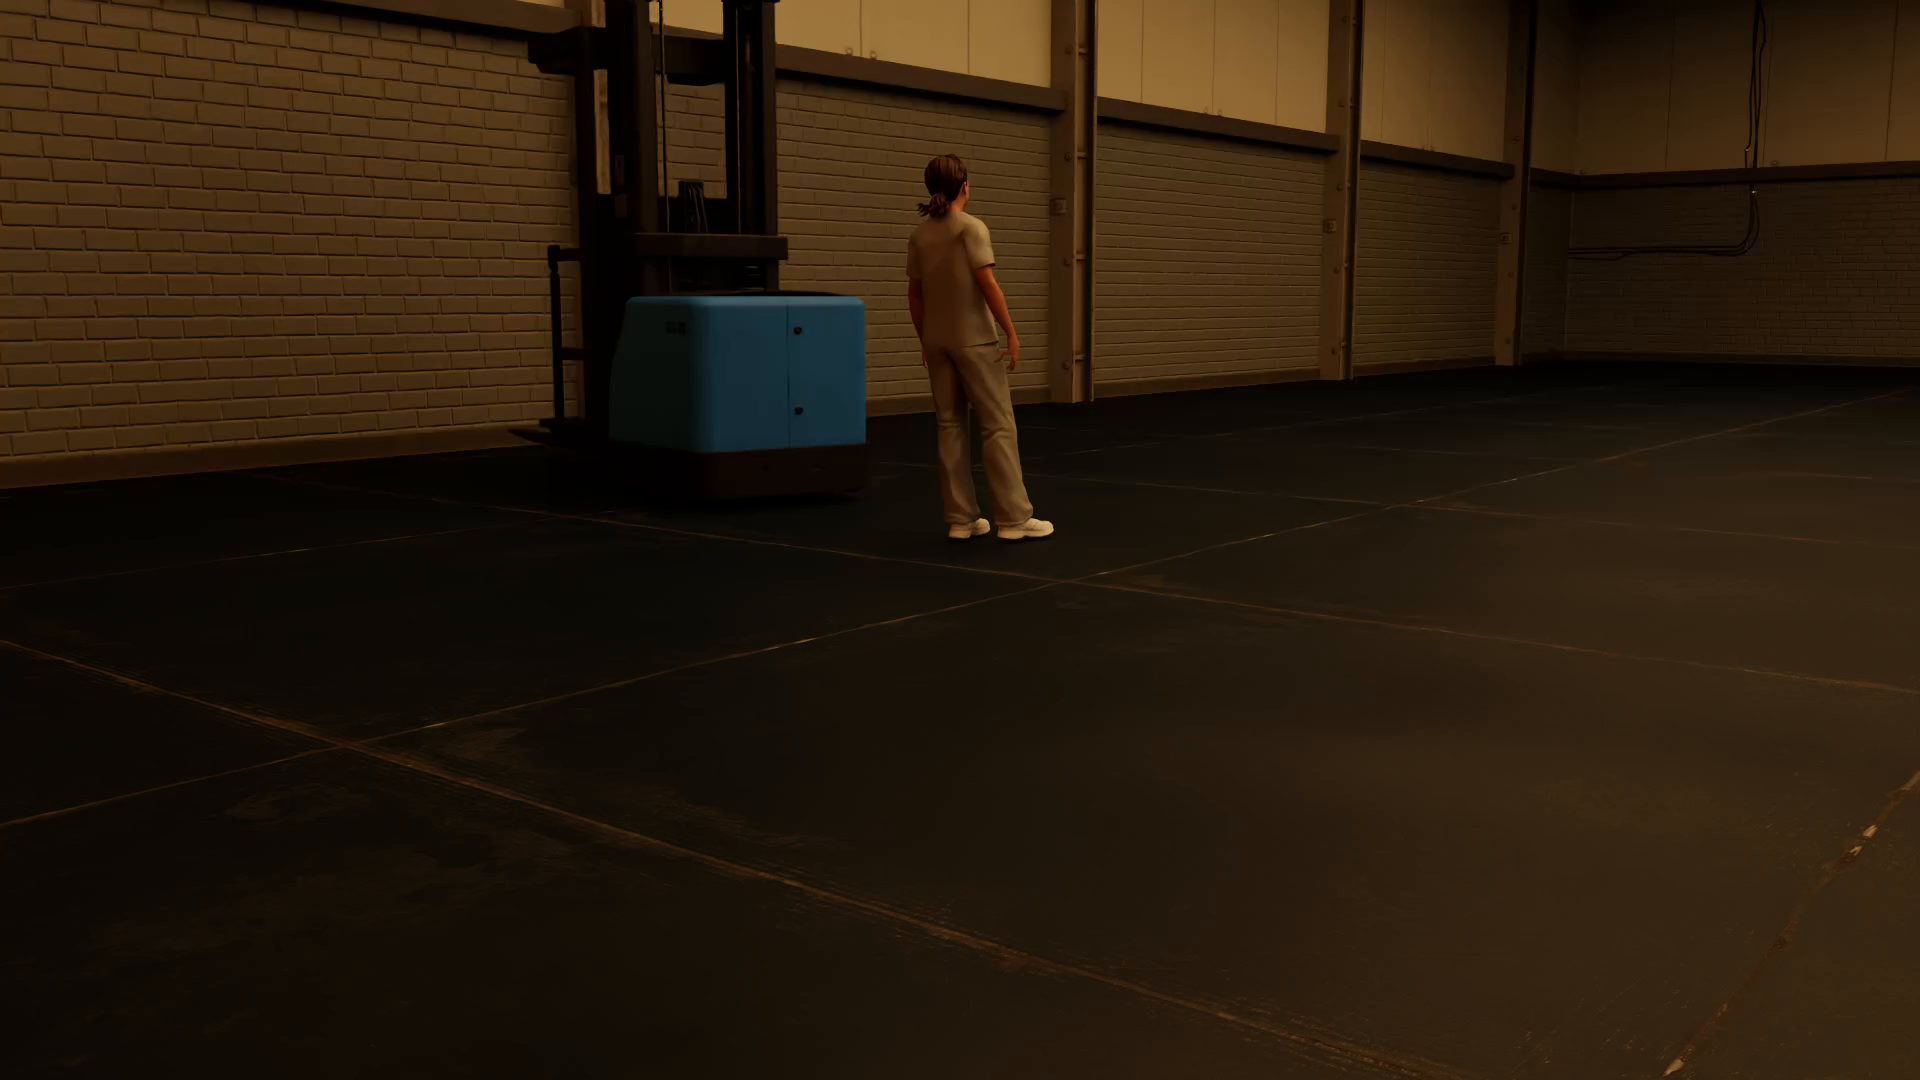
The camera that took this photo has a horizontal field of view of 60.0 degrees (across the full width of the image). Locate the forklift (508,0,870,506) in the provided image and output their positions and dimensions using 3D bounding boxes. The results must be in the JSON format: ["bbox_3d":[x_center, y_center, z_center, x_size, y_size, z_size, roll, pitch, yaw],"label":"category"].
[{"bbox_3d":[-1.752,-1.789,9.509,1.130,2.935,3.031,-6,10,-36],"label":"forklift"}]

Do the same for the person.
[{"bbox_3d":[0.057,-0.843,7.331,0.550,1.673,0.548,7,11,38],"label":"person"}]
